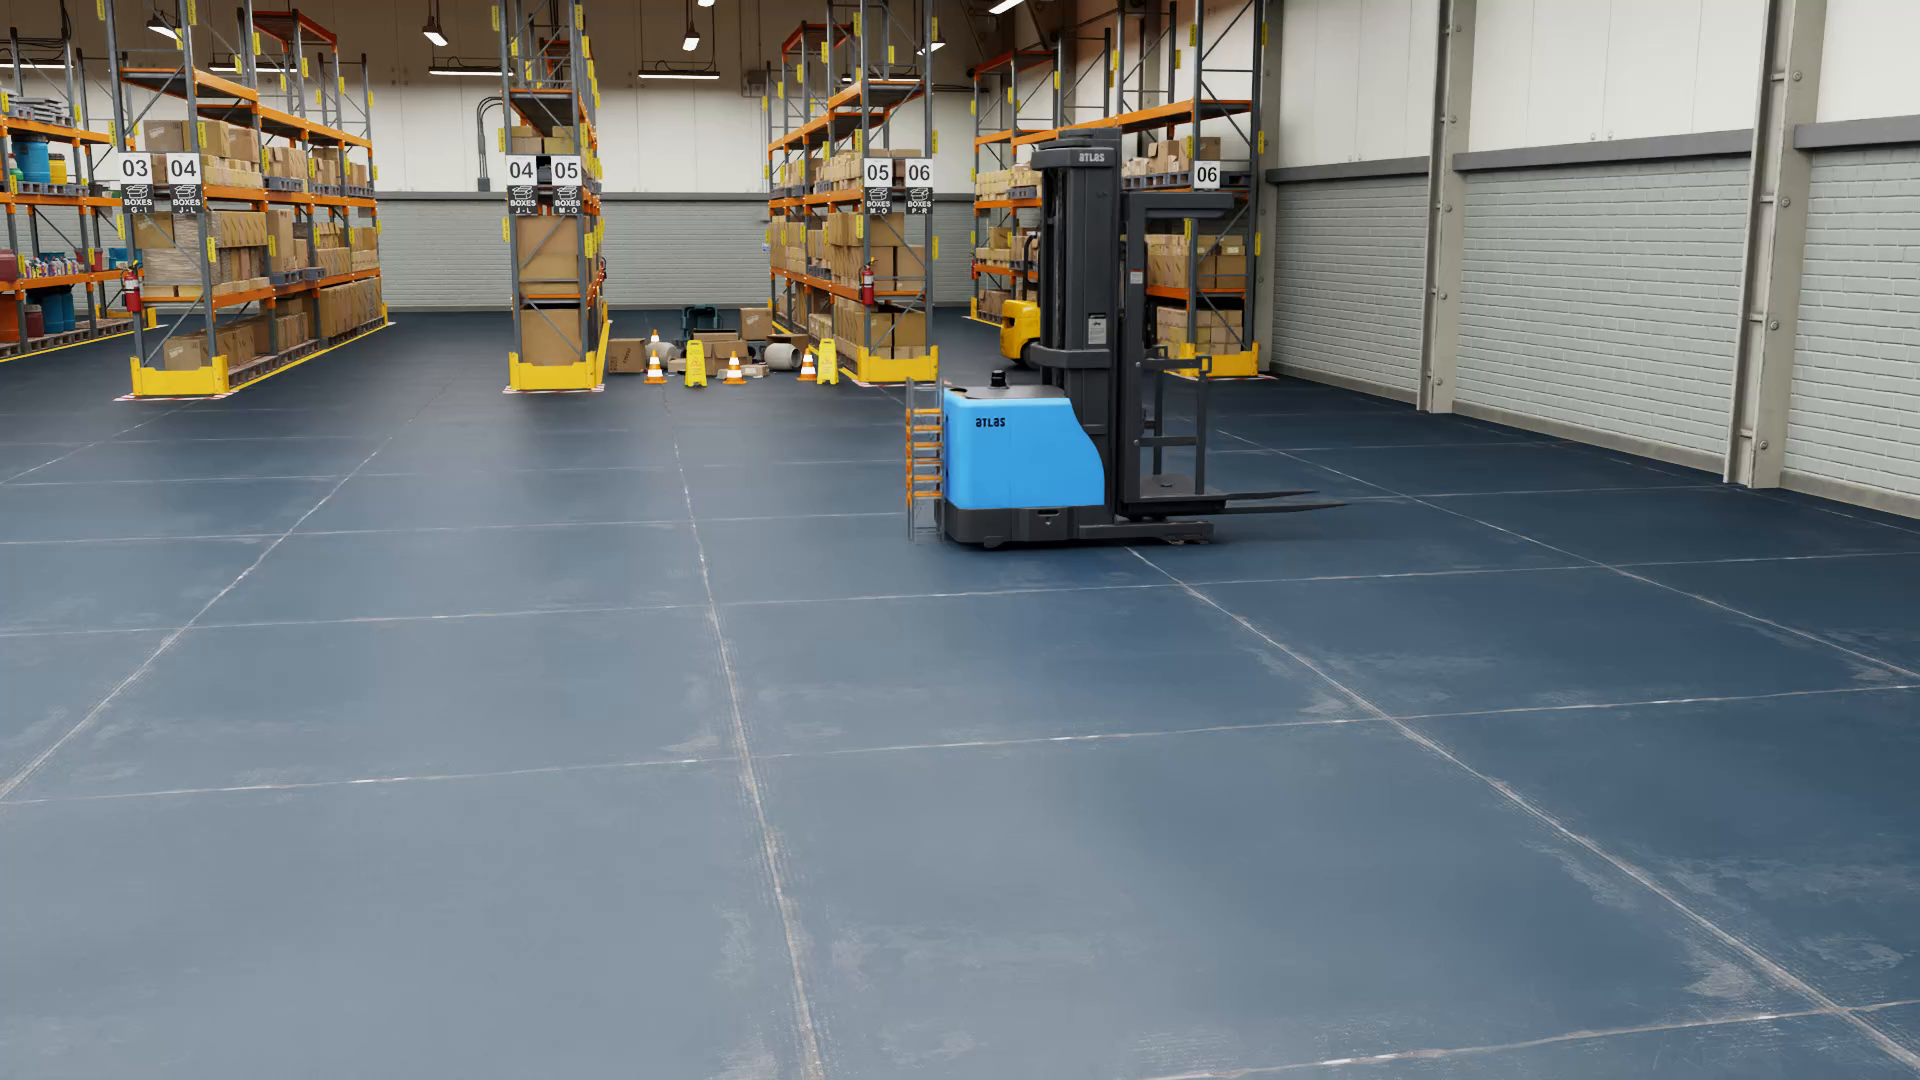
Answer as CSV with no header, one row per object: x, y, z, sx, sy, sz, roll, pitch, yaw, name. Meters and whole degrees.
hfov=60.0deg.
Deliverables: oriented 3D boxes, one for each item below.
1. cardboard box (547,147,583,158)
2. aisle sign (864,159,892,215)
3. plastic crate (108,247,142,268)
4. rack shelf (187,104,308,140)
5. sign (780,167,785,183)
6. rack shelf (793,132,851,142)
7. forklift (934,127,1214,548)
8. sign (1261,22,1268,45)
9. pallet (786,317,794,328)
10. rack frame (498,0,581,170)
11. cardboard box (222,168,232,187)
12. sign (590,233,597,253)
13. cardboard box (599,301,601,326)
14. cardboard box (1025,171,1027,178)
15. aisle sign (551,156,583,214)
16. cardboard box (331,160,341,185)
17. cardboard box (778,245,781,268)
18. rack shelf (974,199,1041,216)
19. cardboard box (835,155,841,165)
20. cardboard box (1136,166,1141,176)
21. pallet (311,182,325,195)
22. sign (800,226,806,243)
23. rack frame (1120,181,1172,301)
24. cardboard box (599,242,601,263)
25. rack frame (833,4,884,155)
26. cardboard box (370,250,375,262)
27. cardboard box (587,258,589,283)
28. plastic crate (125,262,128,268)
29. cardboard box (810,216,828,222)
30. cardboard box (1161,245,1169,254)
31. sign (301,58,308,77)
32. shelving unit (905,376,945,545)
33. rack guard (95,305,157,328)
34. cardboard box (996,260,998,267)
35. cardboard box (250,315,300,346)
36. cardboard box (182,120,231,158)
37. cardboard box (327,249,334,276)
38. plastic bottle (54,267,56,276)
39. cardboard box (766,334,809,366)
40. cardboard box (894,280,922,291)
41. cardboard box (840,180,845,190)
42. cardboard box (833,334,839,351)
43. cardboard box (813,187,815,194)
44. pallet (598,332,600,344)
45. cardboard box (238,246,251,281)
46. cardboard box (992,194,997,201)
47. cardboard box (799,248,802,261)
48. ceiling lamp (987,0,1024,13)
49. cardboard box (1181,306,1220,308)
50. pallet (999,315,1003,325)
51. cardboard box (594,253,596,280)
-5.682,-5.620,23.895,0.500,0.250,0.500,-2,11,-12,cardboard box
-1.176,-5.082,23.920,0.394,0.787,0.004,-2,11,-11,aisle sign
-18.346,-6.213,36.560,0.616,0.435,0.499,-2,11,-11,plastic crate
-11.791,-6.964,27.710,1.077,0.370,4.000,-2,11,-11,rack shelf
-3.782,-7.773,35.397,0.100,0.325,0.005,-2,11,-11,sign
-2.849,-8.154,33.439,0.919,0.124,3.809,-2,11,-11,rack shelf
1.372,-1.497,12.222,3.031,2.935,1.130,-2,11,-11,forklift
4.510,-7.510,24.667,0.100,0.325,0.005,-2,11,-11,sign
-3.309,-4.800,36.849,1.003,0.211,1.213,-2,11,-11,pallet
-5.740,-6.575,22.674,1.000,3.000,0.127,-2,11,-11,rack frame
-10.663,-5.149,23.605,0.500,0.250,0.500,-2,11,-11,cardboard box
-5.973,-4.846,27.108,0.100,0.325,0.005,-2,11,-11,sign
-7.682,-4.680,34.327,0.500,0.500,0.500,-2,11,-12,cardboard box
1.576,-7.656,34.859,0.380,0.149,0.250,-2,11,-11,cardboard box
-5.431,-4.903,22.981,0.394,0.787,0.004,-2,11,-11,aisle sign
-13.170,-7.586,34.352,0.700,0.500,0.500,-3,11,-14,cardboard box
-3.796,-6.338,37.206,0.500,0.500,0.500,-2,11,-12,cardboard box
1.242,-7.695,38.507,1.077,0.370,4.000,-2,11,-11,rack shelf
-1.794,-6.088,26.675,0.380,0.149,0.250,-2,11,-11,cardboard box
3.125,-6.112,27.548,0.380,0.149,0.250,-2,11,-9,cardboard box
-12.358,-6.430,30.441,1.213,0.211,1.003,-2,11,-8,pallet
-3.003,-5.842,31.769,0.100,0.325,0.005,-2,11,-11,sign
3.186,-4.741,29.084,1.000,3.000,0.127,-2,11,-11,rack frame
-8.089,-6.308,36.254,0.500,0.500,0.500,-2,11,-12,cardboard box
-1.678,-7.507,27.572,0.949,2.616,0.053,-2,11,-11,rack frame
-13.284,-6.301,36.883,0.500,0.250,0.500,-2,11,-12,cardboard box
-6.305,-4.268,26.196,0.875,0.550,0.550,-2,11,-11,cardboard box
-18.259,-5.977,36.124,0.396,0.136,0.243,-2,11,-11,plastic crate
-3.044,-6.954,36.031,0.380,0.149,0.250,-2,11,-12,cardboard box
3.418,-4.618,26.432,0.380,0.149,0.250,-2,11,-13,cardboard box
-11.650,-8.400,29.551,0.100,0.325,0.005,-2,11,-11,sign
-0.250,-0.578,12.022,0.258,1.200,0.189,-2,11,-11,shelving unit
-18.612,-4.996,37.110,1.175,0.500,0.348,-2,11,-11,rack guard
1.038,-6.418,38.566,0.380,0.149,0.250,-2,11,-11,cardboard box
-11.793,-3.594,28.567,0.700,0.500,0.500,-1,11,-6,cardboard box
-10.648,-5.662,23.502,0.500,0.500,0.500,-2,11,-11,cardboard box
-12.214,-5.270,31.594,0.500,0.500,0.500,-2,11,-12,cardboard box
-17.133,-5.082,31.404,0.097,0.201,0.097,0,11,0,plastic bottle
-2.808,-3.087,27.073,0.500,0.500,0.500,6,12,28,cardboard box
-0.767,-3.773,24.668,0.380,0.149,0.250,-2,11,-11,cardboard box
-1.697,-5.604,26.269,0.380,0.149,0.250,-2,11,-12,cardboard box
-1.832,-3.298,27.730,0.500,0.250,0.500,-3,11,-14,cardboard box
-2.565,-6.580,31.394,0.380,0.149,0.250,-2,11,-11,cardboard box
-7.446,-3.869,31.957,1.003,0.211,1.213,-2,11,-11,pallet
-11.117,-4.129,24.805,0.875,0.500,0.500,-2,11,-11,cardboard box
0.942,-7.895,38.304,0.380,0.149,0.250,-2,11,-10,cardboard box
-2.906,-5.639,32.865,0.500,0.250,0.500,-2,11,-12,cardboard box
1.058,-10.451,27.424,0.800,3.185,2.000,-2,11,-11,ceiling lamp
3.869,-3.633,26.818,0.500,0.250,0.500,-2,11,-11,cardboard box
1.498,-4.965,37.716,1.003,0.211,1.213,-2,11,-11,pallet
-6.979,-5.171,29.739,0.878,1.000,2.019,-2,11,-11,cardboard box
